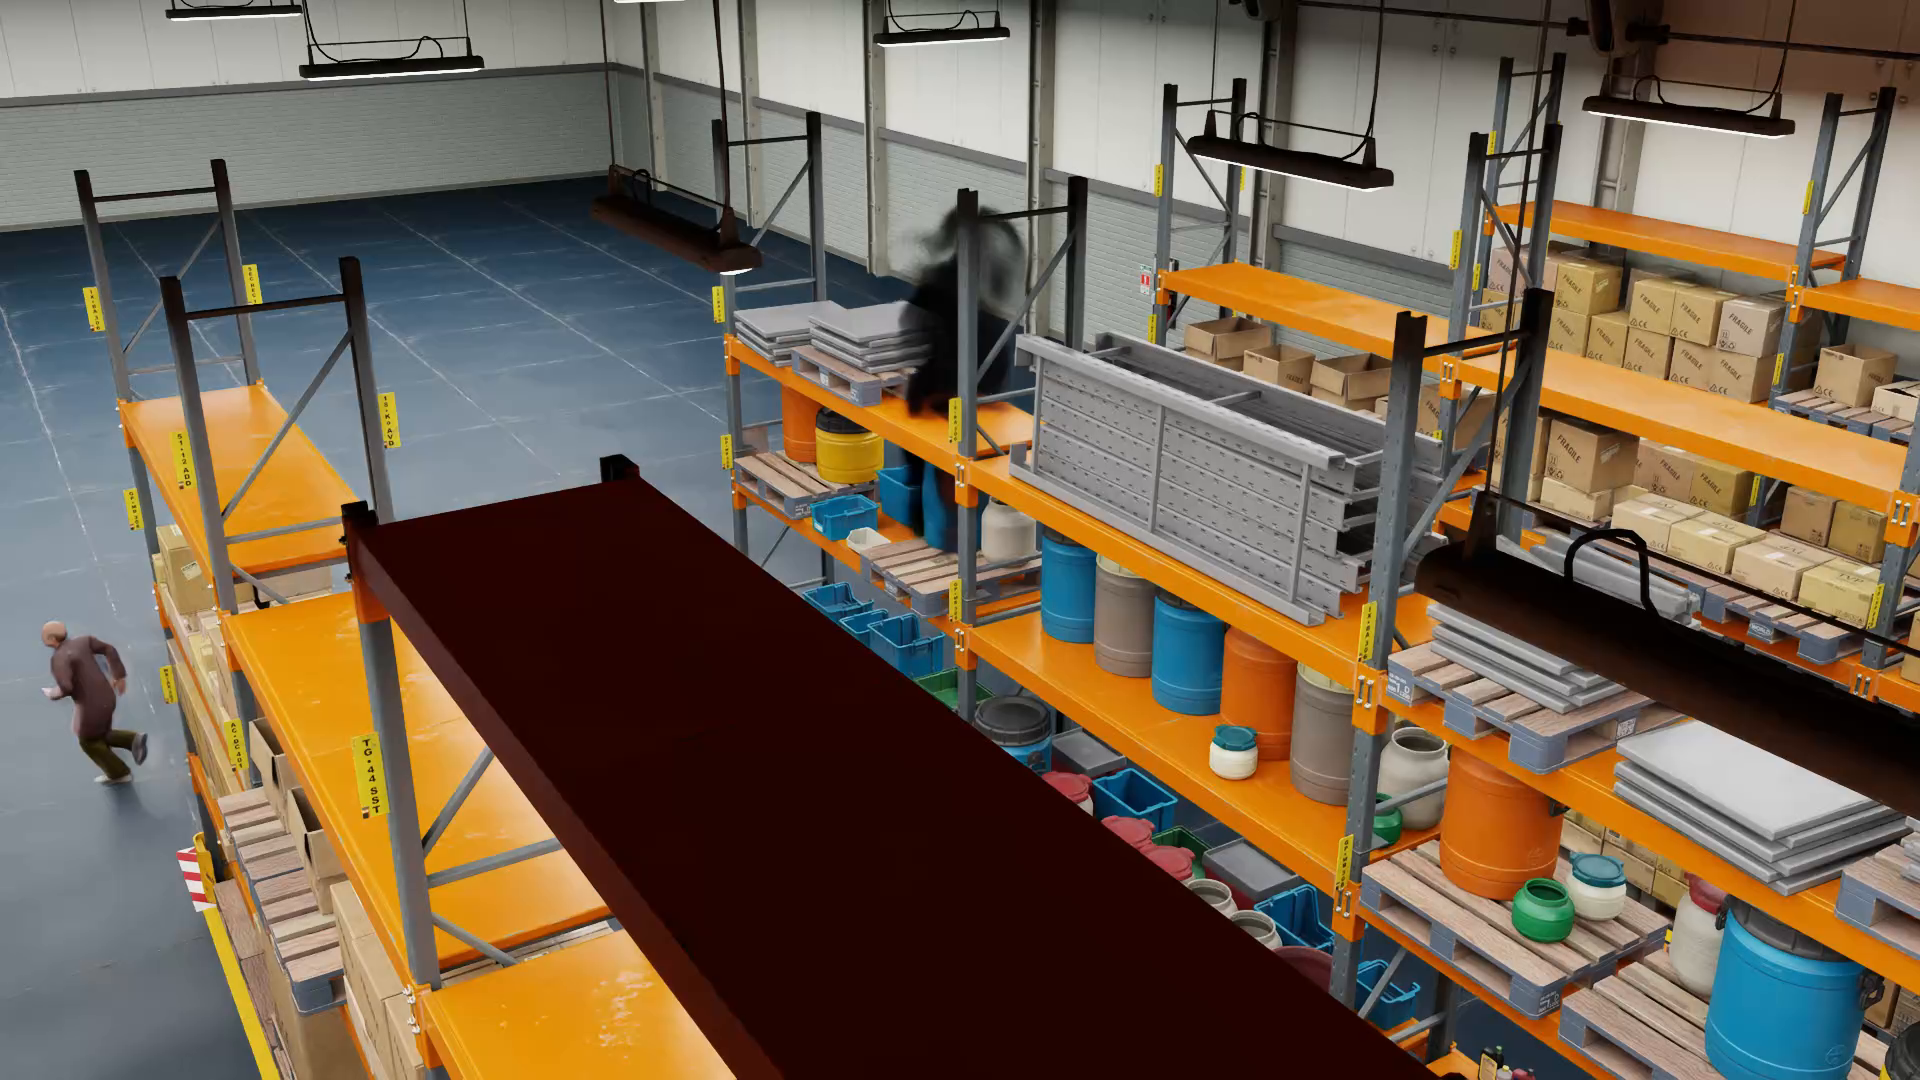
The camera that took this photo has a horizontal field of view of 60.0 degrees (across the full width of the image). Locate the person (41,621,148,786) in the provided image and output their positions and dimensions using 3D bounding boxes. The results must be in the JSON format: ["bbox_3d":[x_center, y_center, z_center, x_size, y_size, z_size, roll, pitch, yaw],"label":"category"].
[{"bbox_3d":[-7.998,1.522,15.358,0.790,1.708,0.699,-2,22,-6],"label":"person"}]
